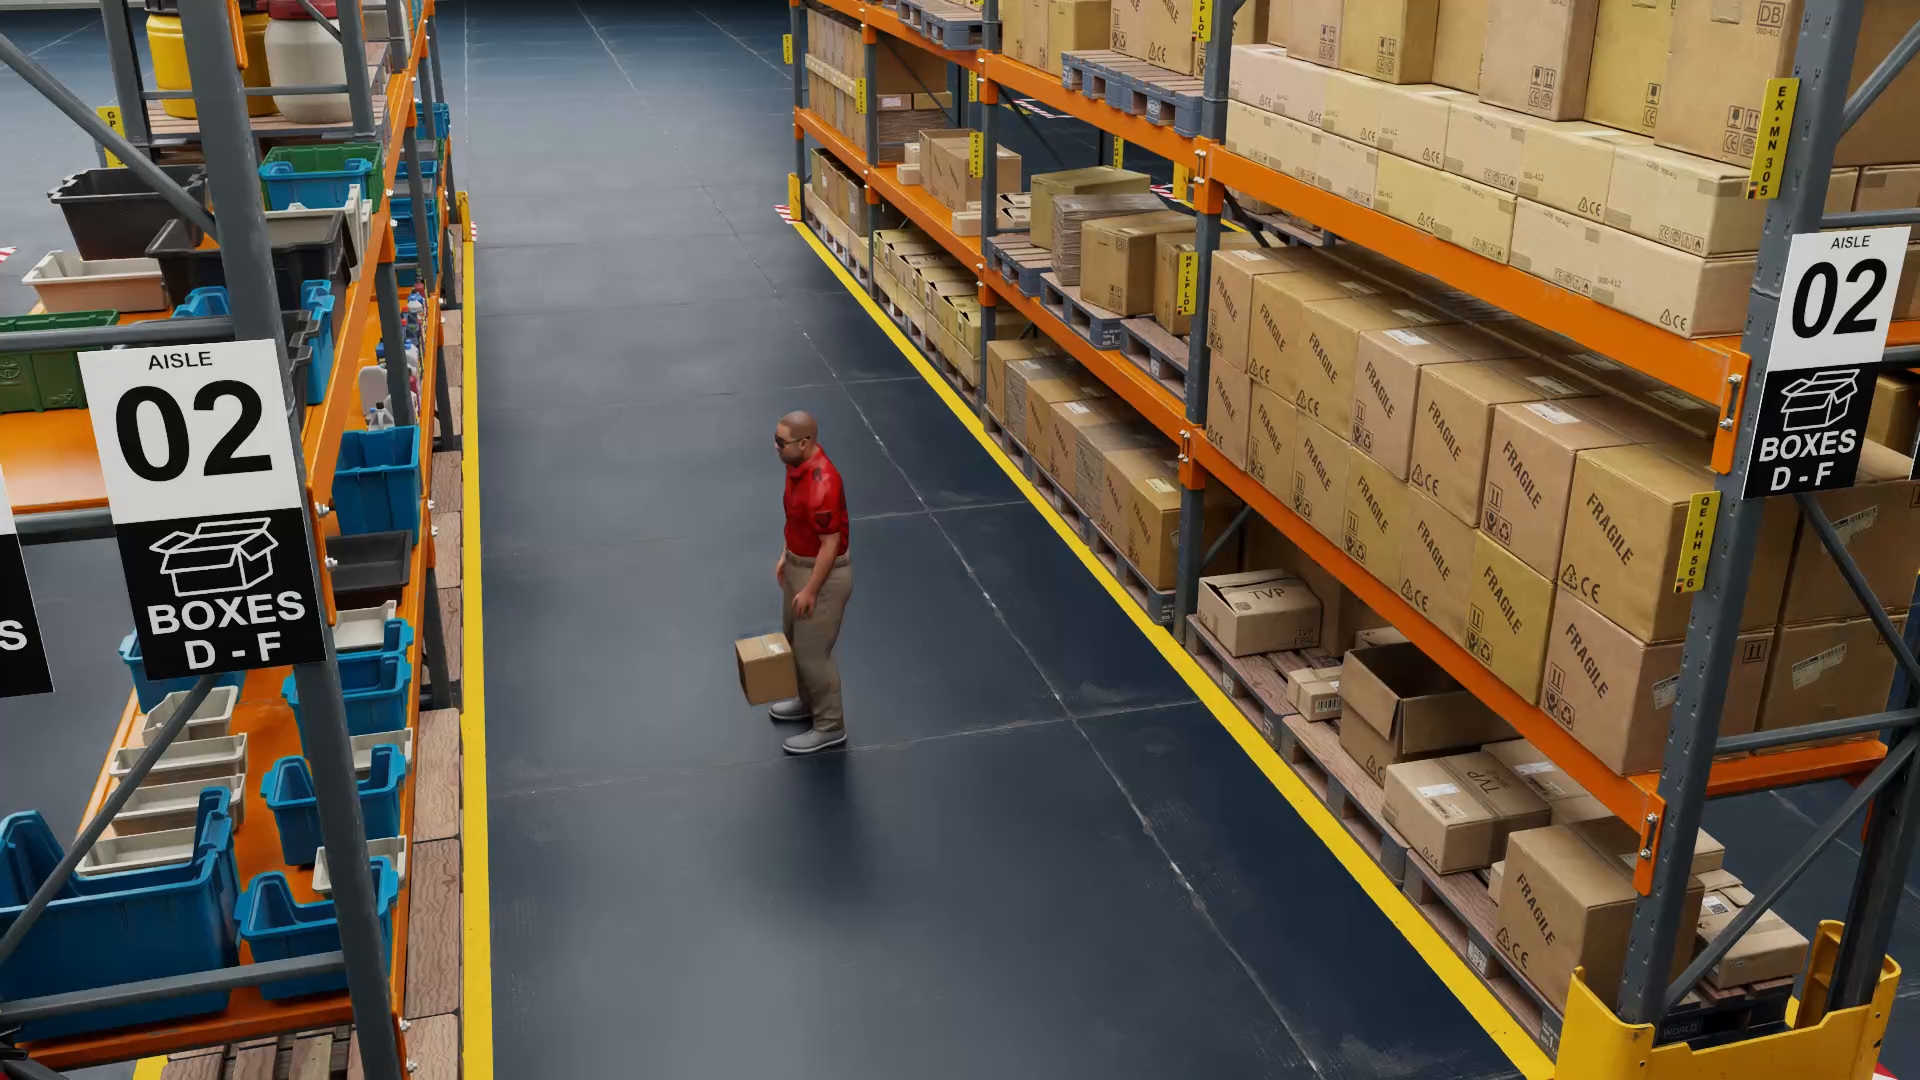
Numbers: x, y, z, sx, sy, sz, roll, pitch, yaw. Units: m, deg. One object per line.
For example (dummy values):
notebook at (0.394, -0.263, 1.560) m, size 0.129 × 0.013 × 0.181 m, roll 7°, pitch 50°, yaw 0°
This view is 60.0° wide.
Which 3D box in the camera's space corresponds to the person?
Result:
person at (-0.739, 0.185, 8.169) m, size 0.396 × 1.729 × 0.566 m, roll -7°, pitch 24°, yaw -16°
